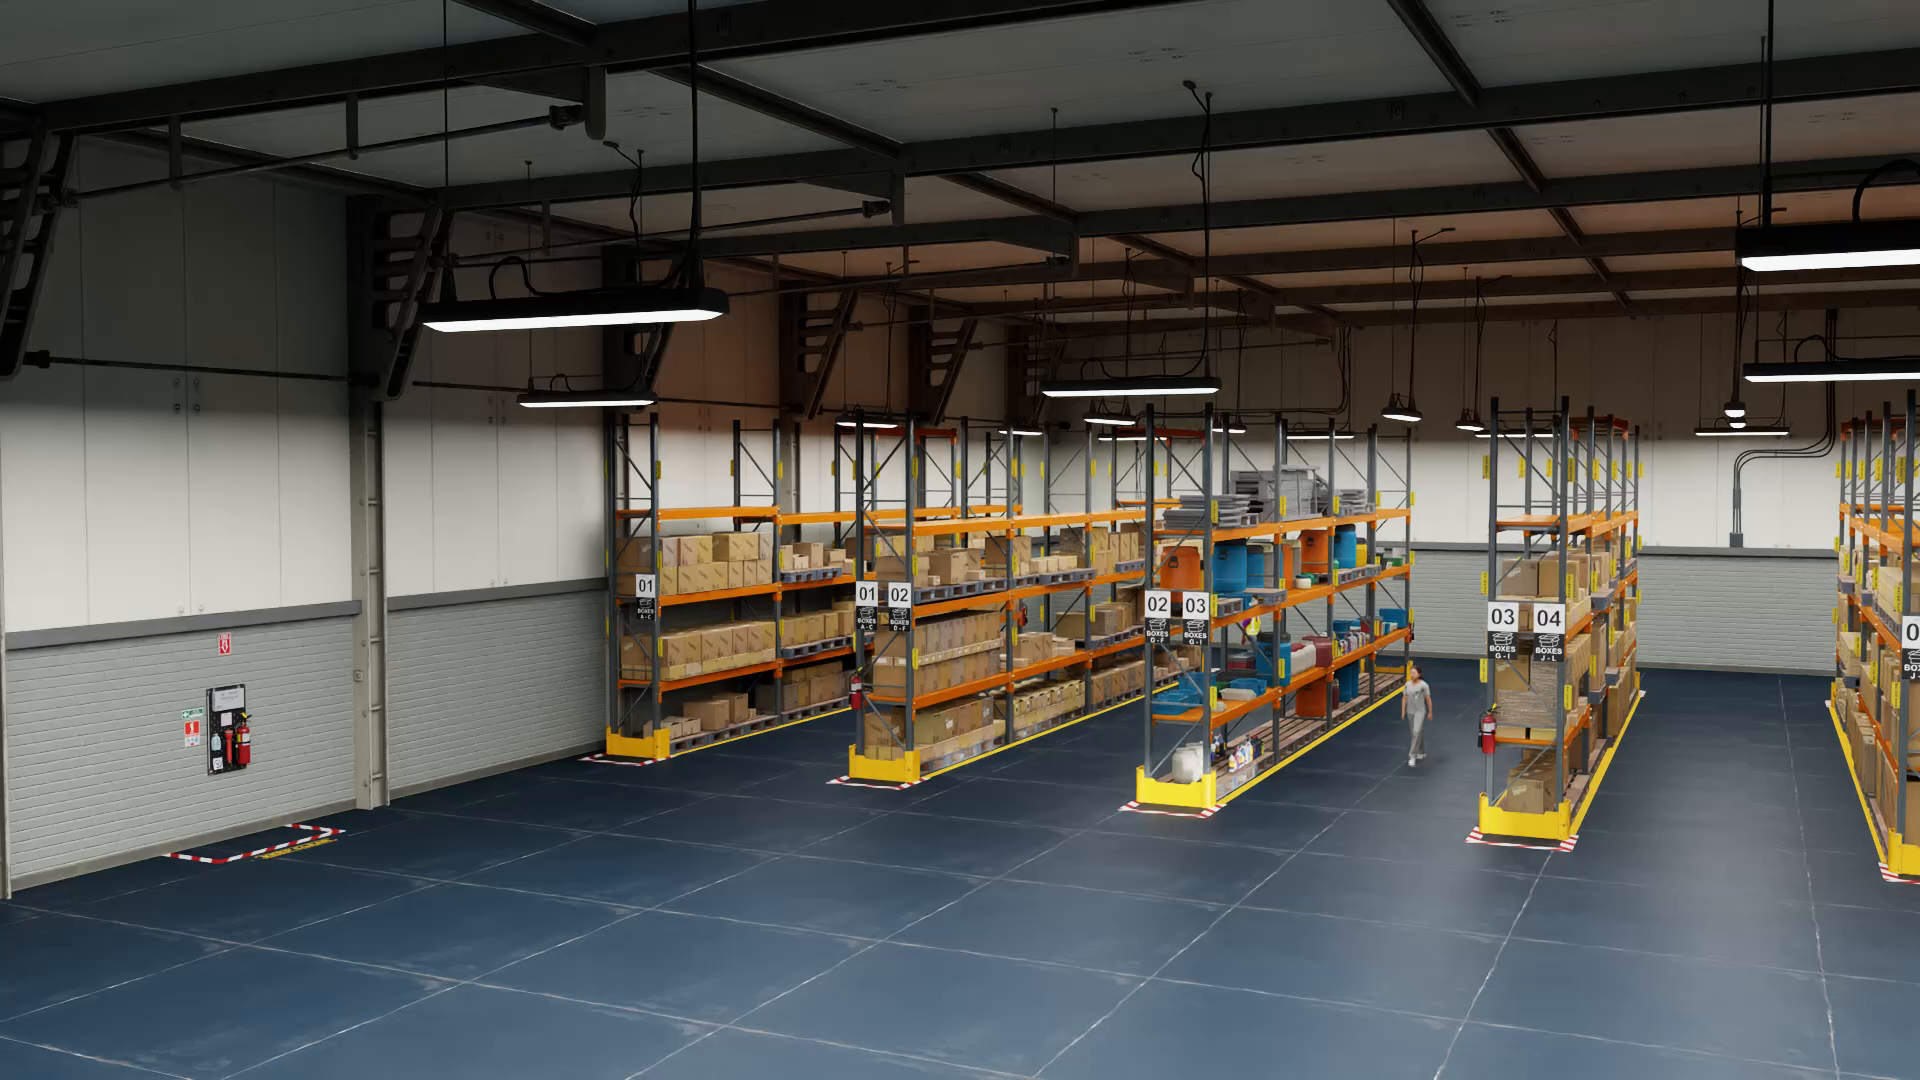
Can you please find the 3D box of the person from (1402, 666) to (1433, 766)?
[{"bbox_3d":[7.767,2.967,28.421,0.890,1.638,0.475,-2,3,-42],"label":"person"}]

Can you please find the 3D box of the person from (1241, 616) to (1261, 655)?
[{"bbox_3d":[7.415,2.400,42.024,0.978,1.658,0.559,2,3,42],"label":"person"}]
